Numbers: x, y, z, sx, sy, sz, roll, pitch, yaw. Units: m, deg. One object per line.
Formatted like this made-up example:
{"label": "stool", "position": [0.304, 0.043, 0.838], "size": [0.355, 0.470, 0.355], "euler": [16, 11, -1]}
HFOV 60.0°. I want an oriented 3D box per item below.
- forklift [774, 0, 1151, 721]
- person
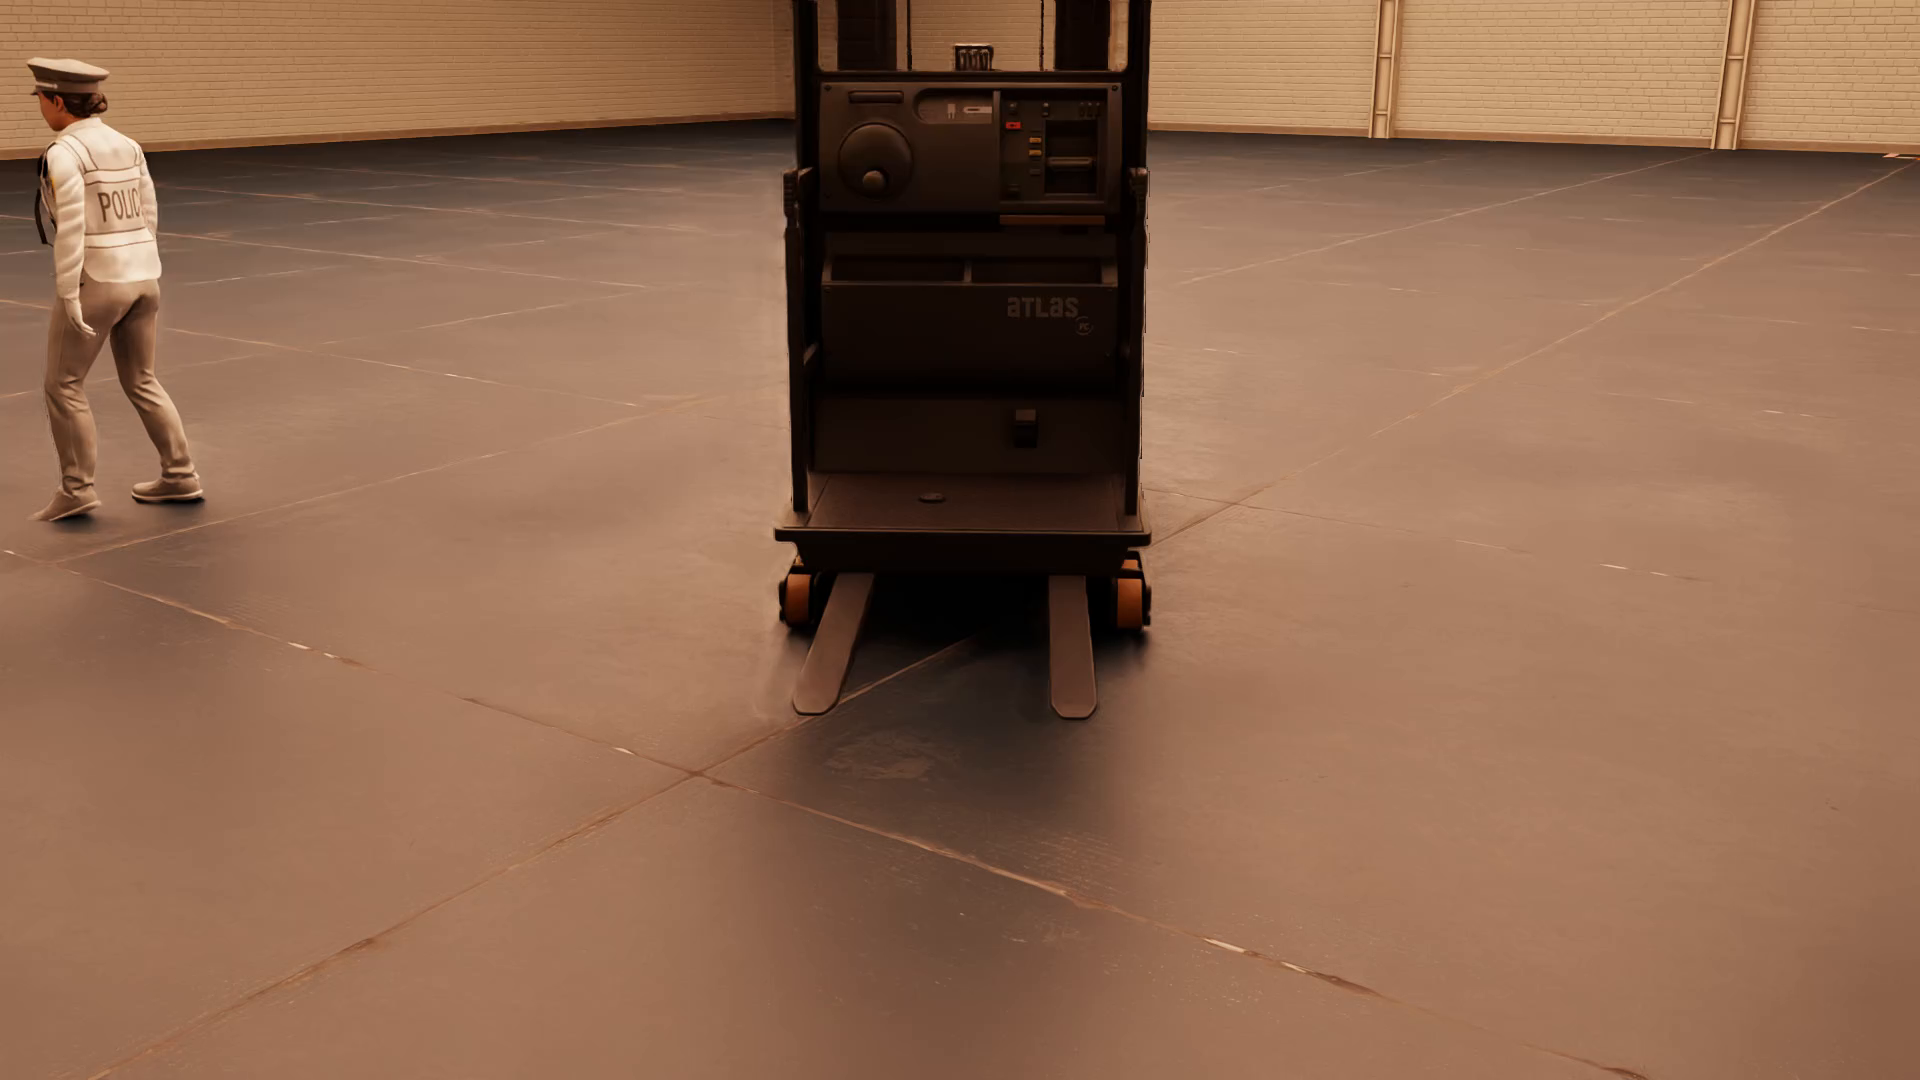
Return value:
{"label": "forklift", "position": [0.024, -1.221, 4.914], "size": [1.130, 2.935, 3.031], "euler": [1, 17, 2]}
{"label": "person", "position": [-3.215, -0.915, 6.197], "size": [0.506, 1.701, 0.573], "euler": [3, 17, 11]}
